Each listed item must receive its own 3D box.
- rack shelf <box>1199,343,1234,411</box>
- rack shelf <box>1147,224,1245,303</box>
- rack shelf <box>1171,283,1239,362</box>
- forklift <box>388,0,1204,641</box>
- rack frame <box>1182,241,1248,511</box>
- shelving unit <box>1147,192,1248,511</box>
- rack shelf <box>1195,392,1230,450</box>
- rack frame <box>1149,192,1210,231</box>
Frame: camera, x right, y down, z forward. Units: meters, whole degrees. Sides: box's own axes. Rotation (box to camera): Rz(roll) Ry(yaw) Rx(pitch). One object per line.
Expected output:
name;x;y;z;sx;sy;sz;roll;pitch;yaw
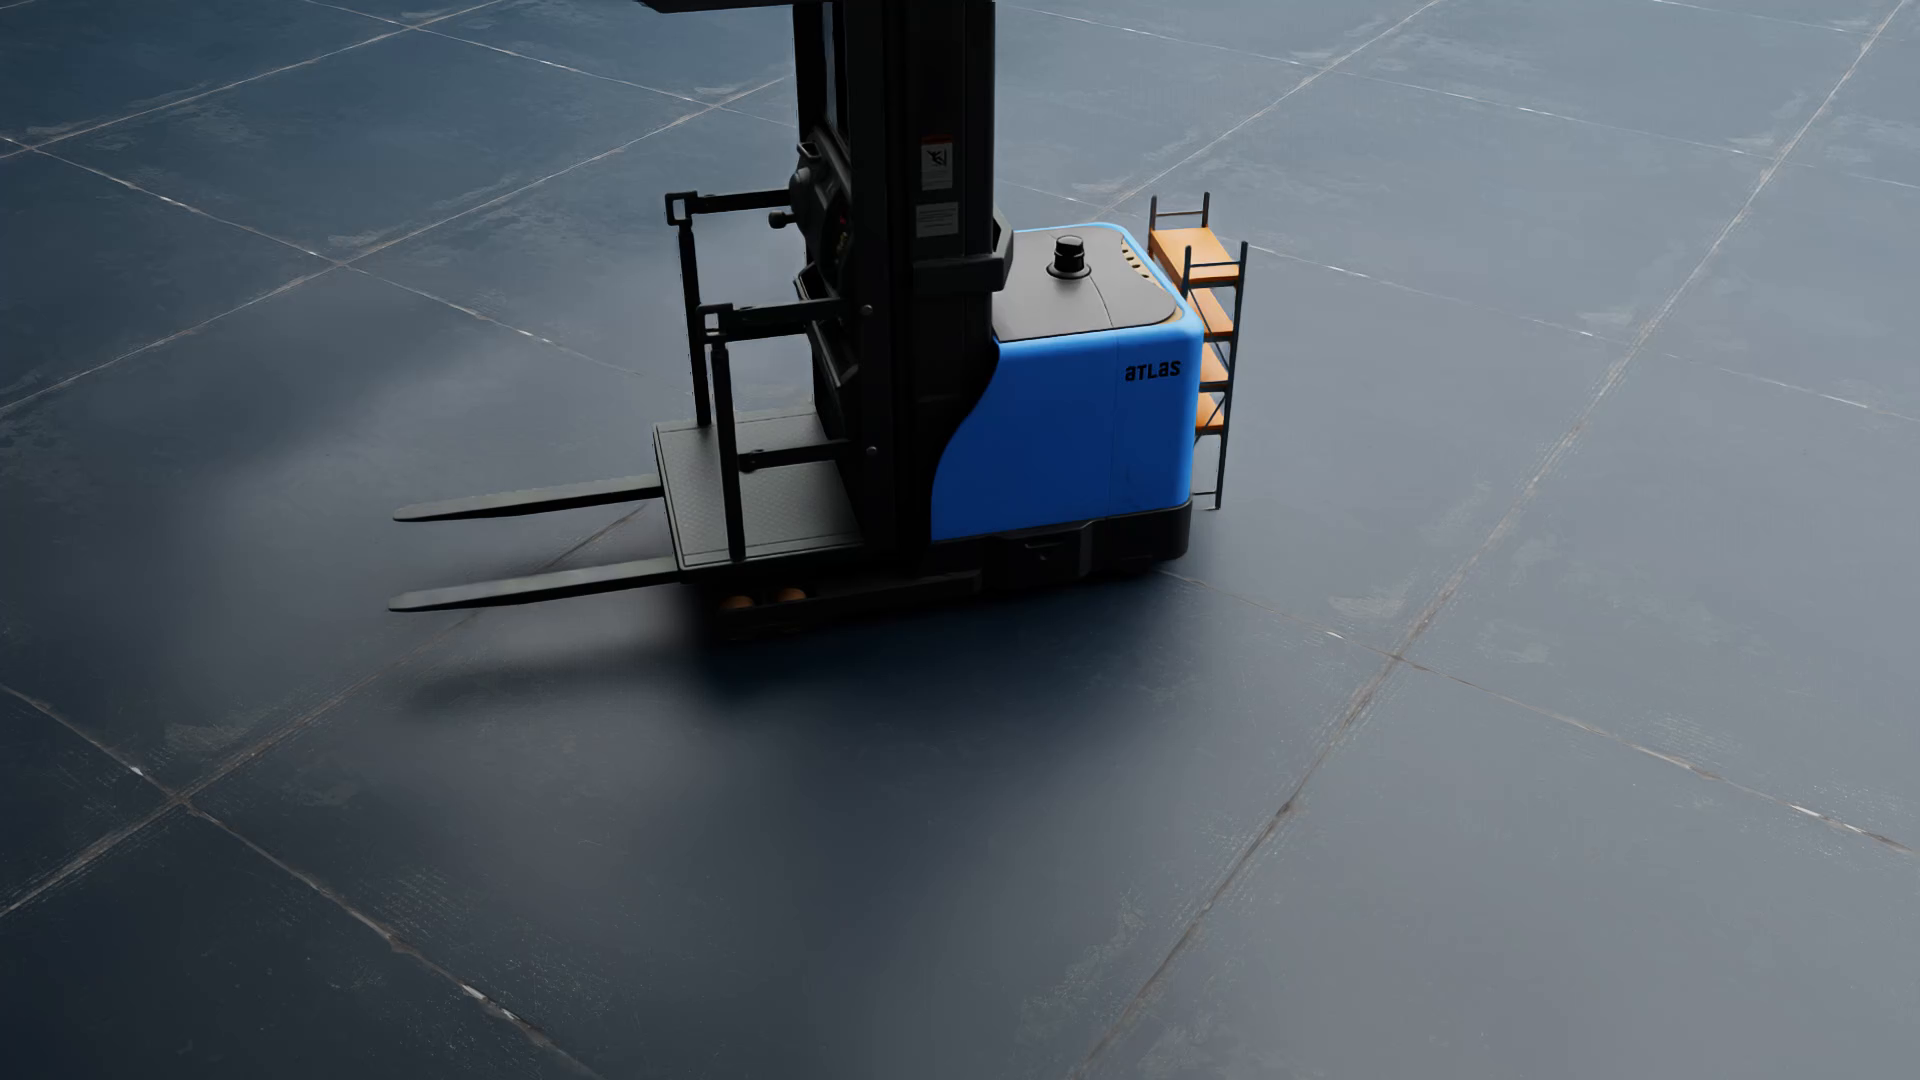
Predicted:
rack shelf;0.925;-0.696;6.829;0.258;0.148;0.480;-6;34;-8
rack shelf;0.925;-1.078;6.571;0.258;0.148;0.480;-6;34;-8
rack shelf;0.925;-0.882;6.703;0.258;0.148;0.480;-6;34;-8
forklift;-0.671;-1.167;5.859;3.031;2.935;1.130;-8;35;-12
rack frame;0.967;-0.617;6.592;0.240;1.200;0.015;-6;34;-8
shelving unit;0.925;-0.752;6.791;0.258;1.200;0.503;-6;34;-8
rack shelf;0.925;-0.532;6.940;0.258;0.148;0.480;-6;34;-8
rack frame;0.884;-0.887;6.990;0.240;1.200;0.015;-6;34;-8
